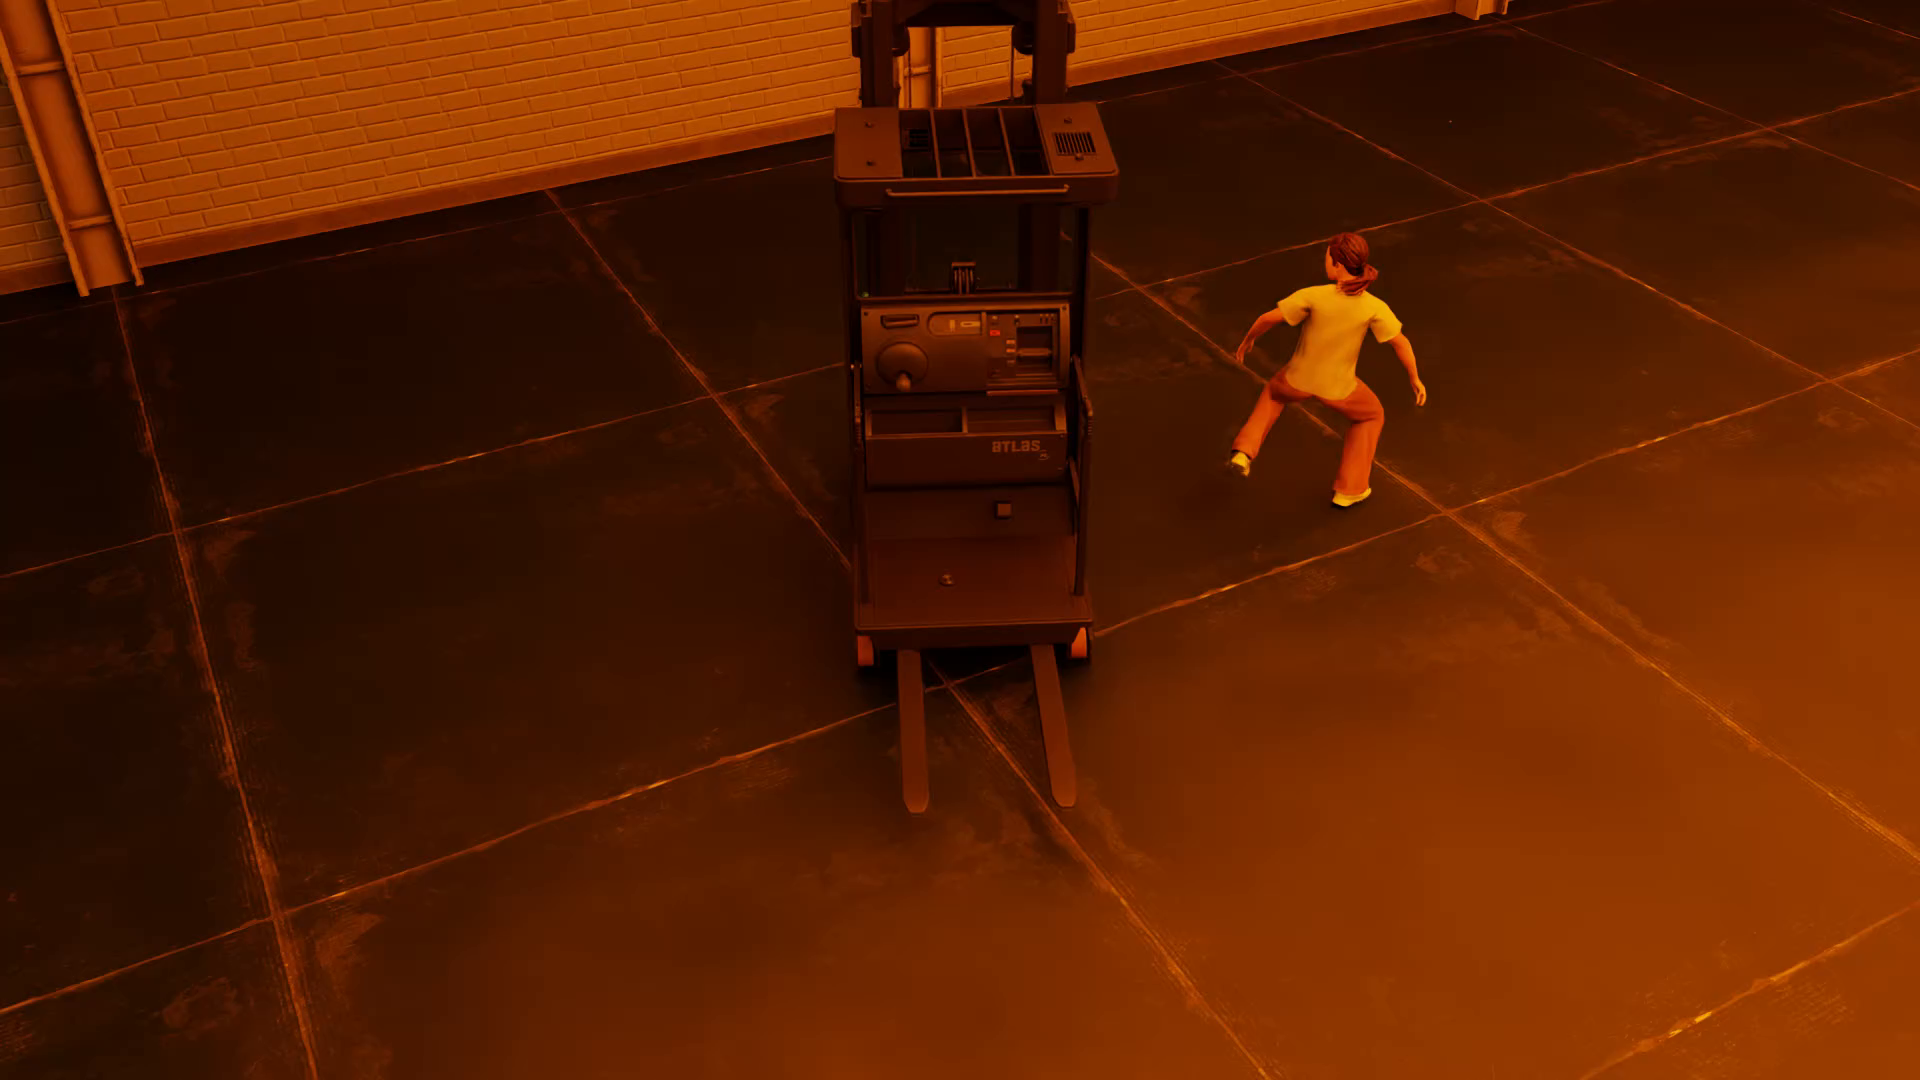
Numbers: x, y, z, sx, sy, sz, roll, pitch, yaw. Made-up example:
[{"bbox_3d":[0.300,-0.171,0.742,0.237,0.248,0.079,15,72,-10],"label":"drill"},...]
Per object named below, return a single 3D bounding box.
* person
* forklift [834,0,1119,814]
[{"bbox_3d":[1.912,-0.852,8.574,0.972,1.557,0.502,12,37,17],"label":"person"},{"bbox_3d":[0.040,-0.795,7.248,1.130,2.935,3.031,-2,35,-3],"label":"forklift"}]
